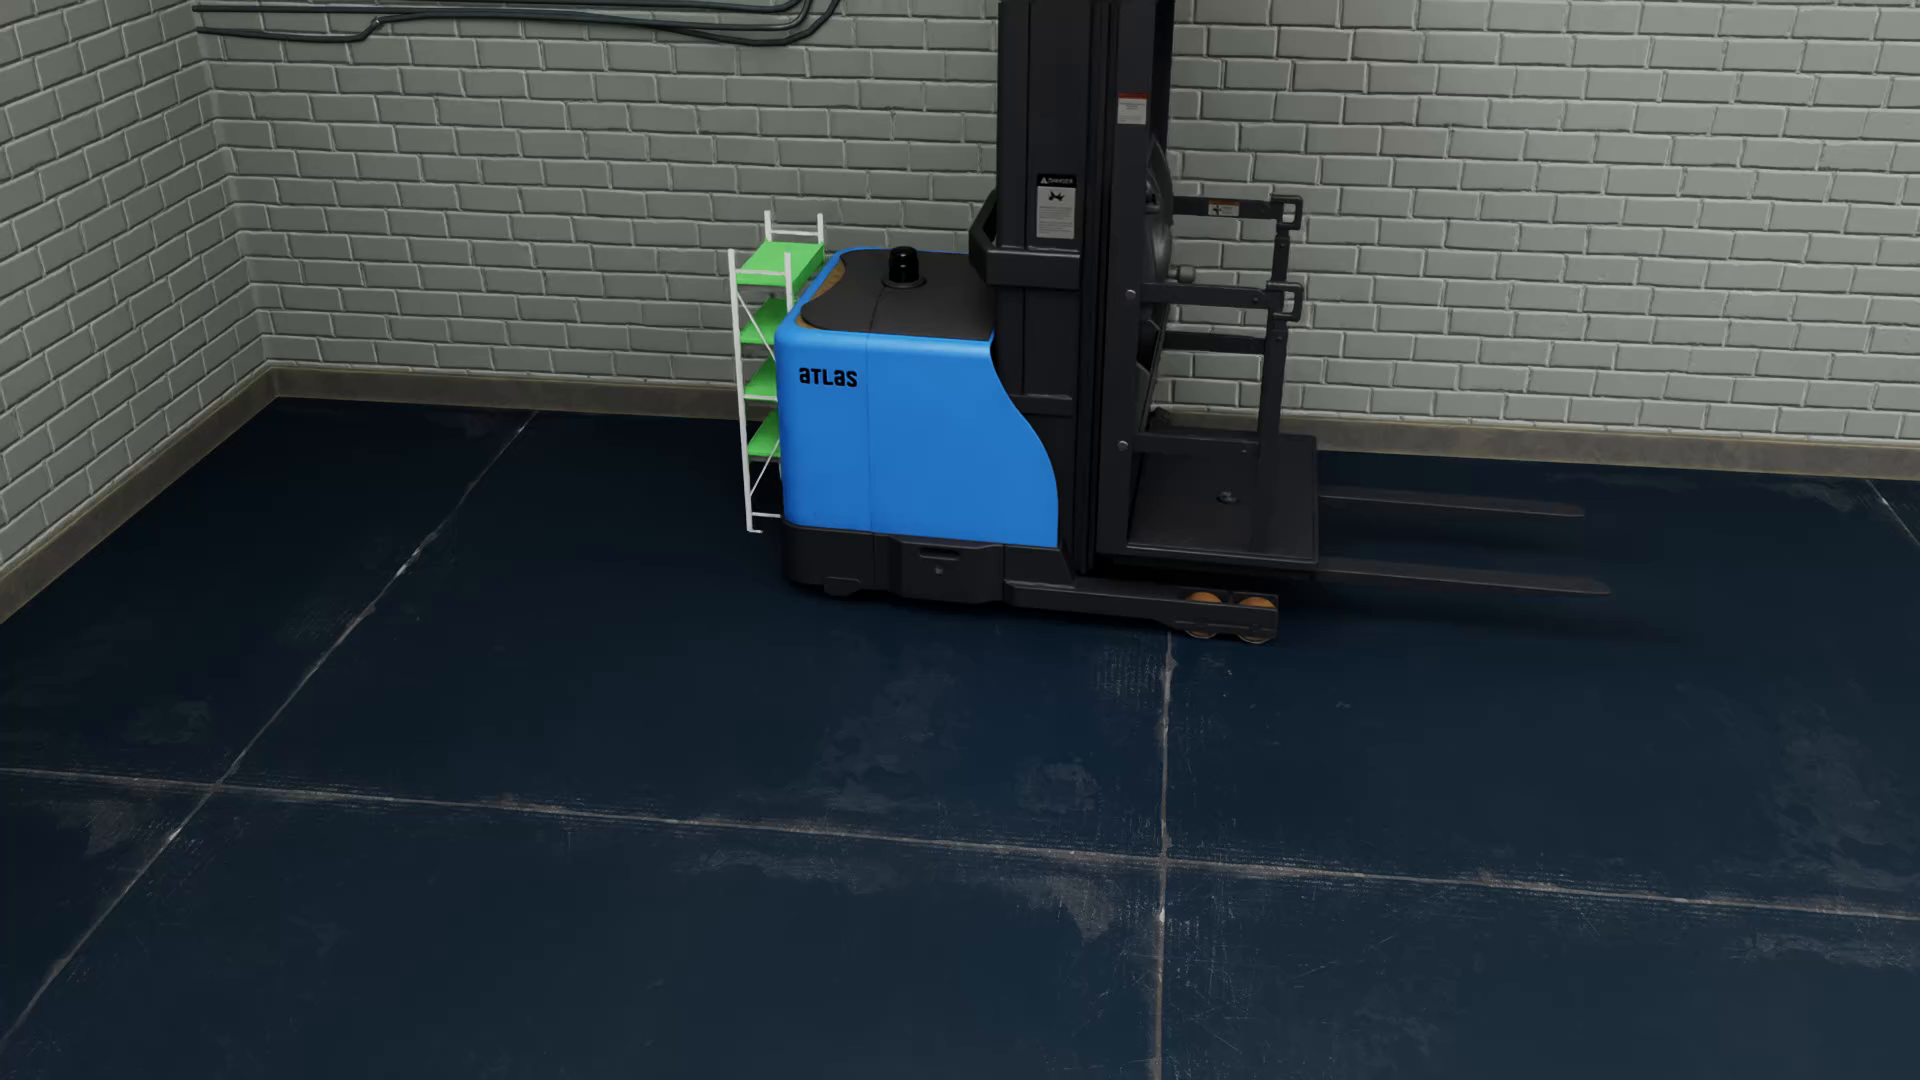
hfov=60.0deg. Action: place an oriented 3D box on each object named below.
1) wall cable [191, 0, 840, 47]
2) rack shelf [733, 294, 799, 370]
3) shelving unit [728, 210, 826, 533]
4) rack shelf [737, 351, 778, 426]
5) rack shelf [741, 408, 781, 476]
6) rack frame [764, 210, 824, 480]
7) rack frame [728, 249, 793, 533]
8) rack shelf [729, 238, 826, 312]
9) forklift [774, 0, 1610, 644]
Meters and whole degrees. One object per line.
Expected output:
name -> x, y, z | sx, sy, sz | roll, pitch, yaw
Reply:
wall cable -> -1.969, -3.202, 6.479 | 3.097, 2.526, 0.112 | 3, 28, 6
rack shelf -> -0.709, -0.823, 6.641 | 0.258, 0.148, 0.480 | 5, 29, 9
shelving unit -> -0.709, -0.668, 6.725 | 0.258, 1.200, 0.503 | 5, 29, 9
rack shelf -> -0.709, -0.612, 6.755 | 0.258, 0.148, 0.480 | 5, 29, 9
rack shelf -> -0.708, -0.401, 6.869 | 0.258, 0.148, 0.480 | 5, 29, 9
rack frame -> -0.665, -0.782, 6.936 | 0.240, 1.200, 0.015 | 5, 29, 9
rack frame -> -0.752, -0.554, 6.513 | 0.240, 1.200, 0.015 | 5, 29, 9
rack shelf -> -0.709, -1.034, 6.528 | 0.258, 0.148, 0.480 | 5, 29, 9
forklift -> 0.889, -1.187, 5.864 | 3.031, 2.935, 1.130 | 5, 29, 9
